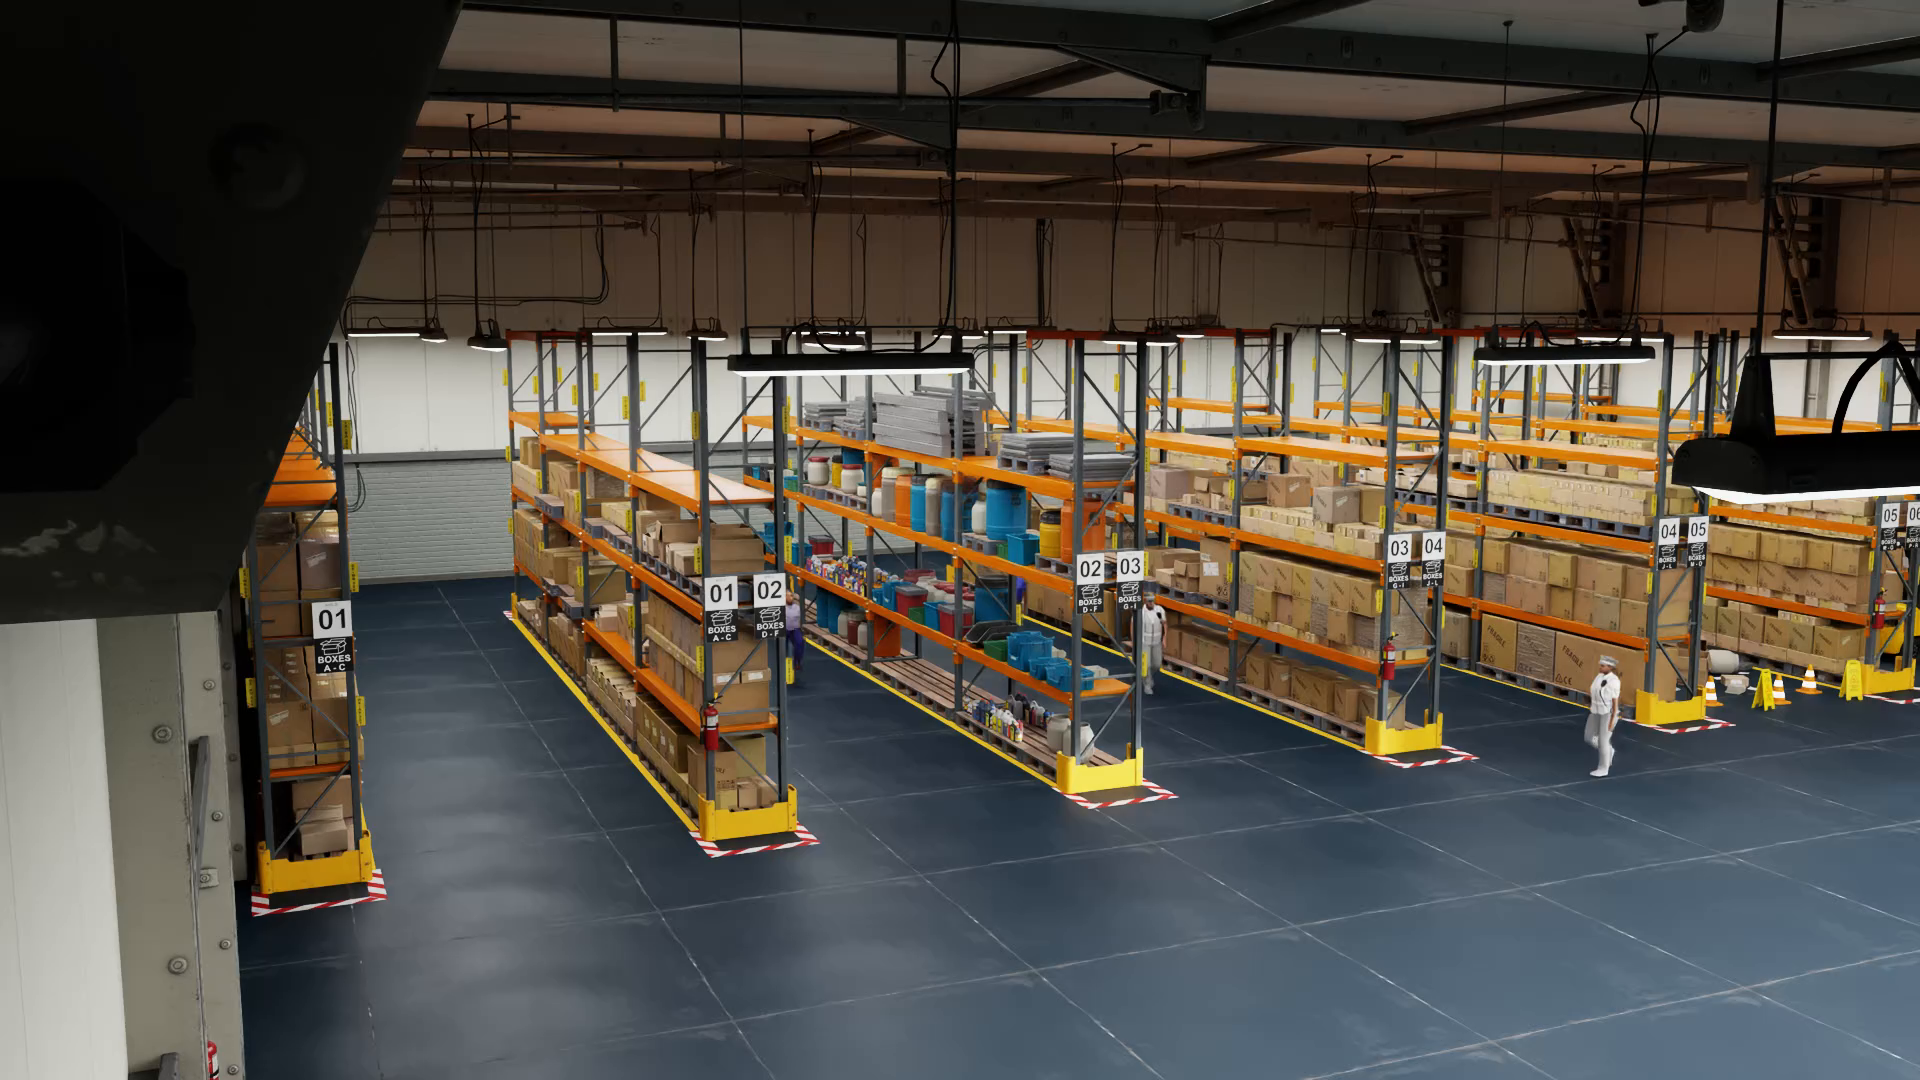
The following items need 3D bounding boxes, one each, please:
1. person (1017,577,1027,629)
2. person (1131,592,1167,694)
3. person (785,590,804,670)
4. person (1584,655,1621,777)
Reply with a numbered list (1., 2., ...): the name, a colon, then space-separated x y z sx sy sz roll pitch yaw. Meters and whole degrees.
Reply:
1. person: 1.013 1.236 31.576 0.445 1.598 0.863 -4 9 -25
2. person: 3.156 1.687 27.930 0.598 1.740 0.621 -2 8 -12
3. person: -2.958 1.645 28.544 0.483 1.554 1.008 -2 8 -13
4. person: 8.877 2.386 22.820 0.561 1.674 0.452 -4 9 -27
